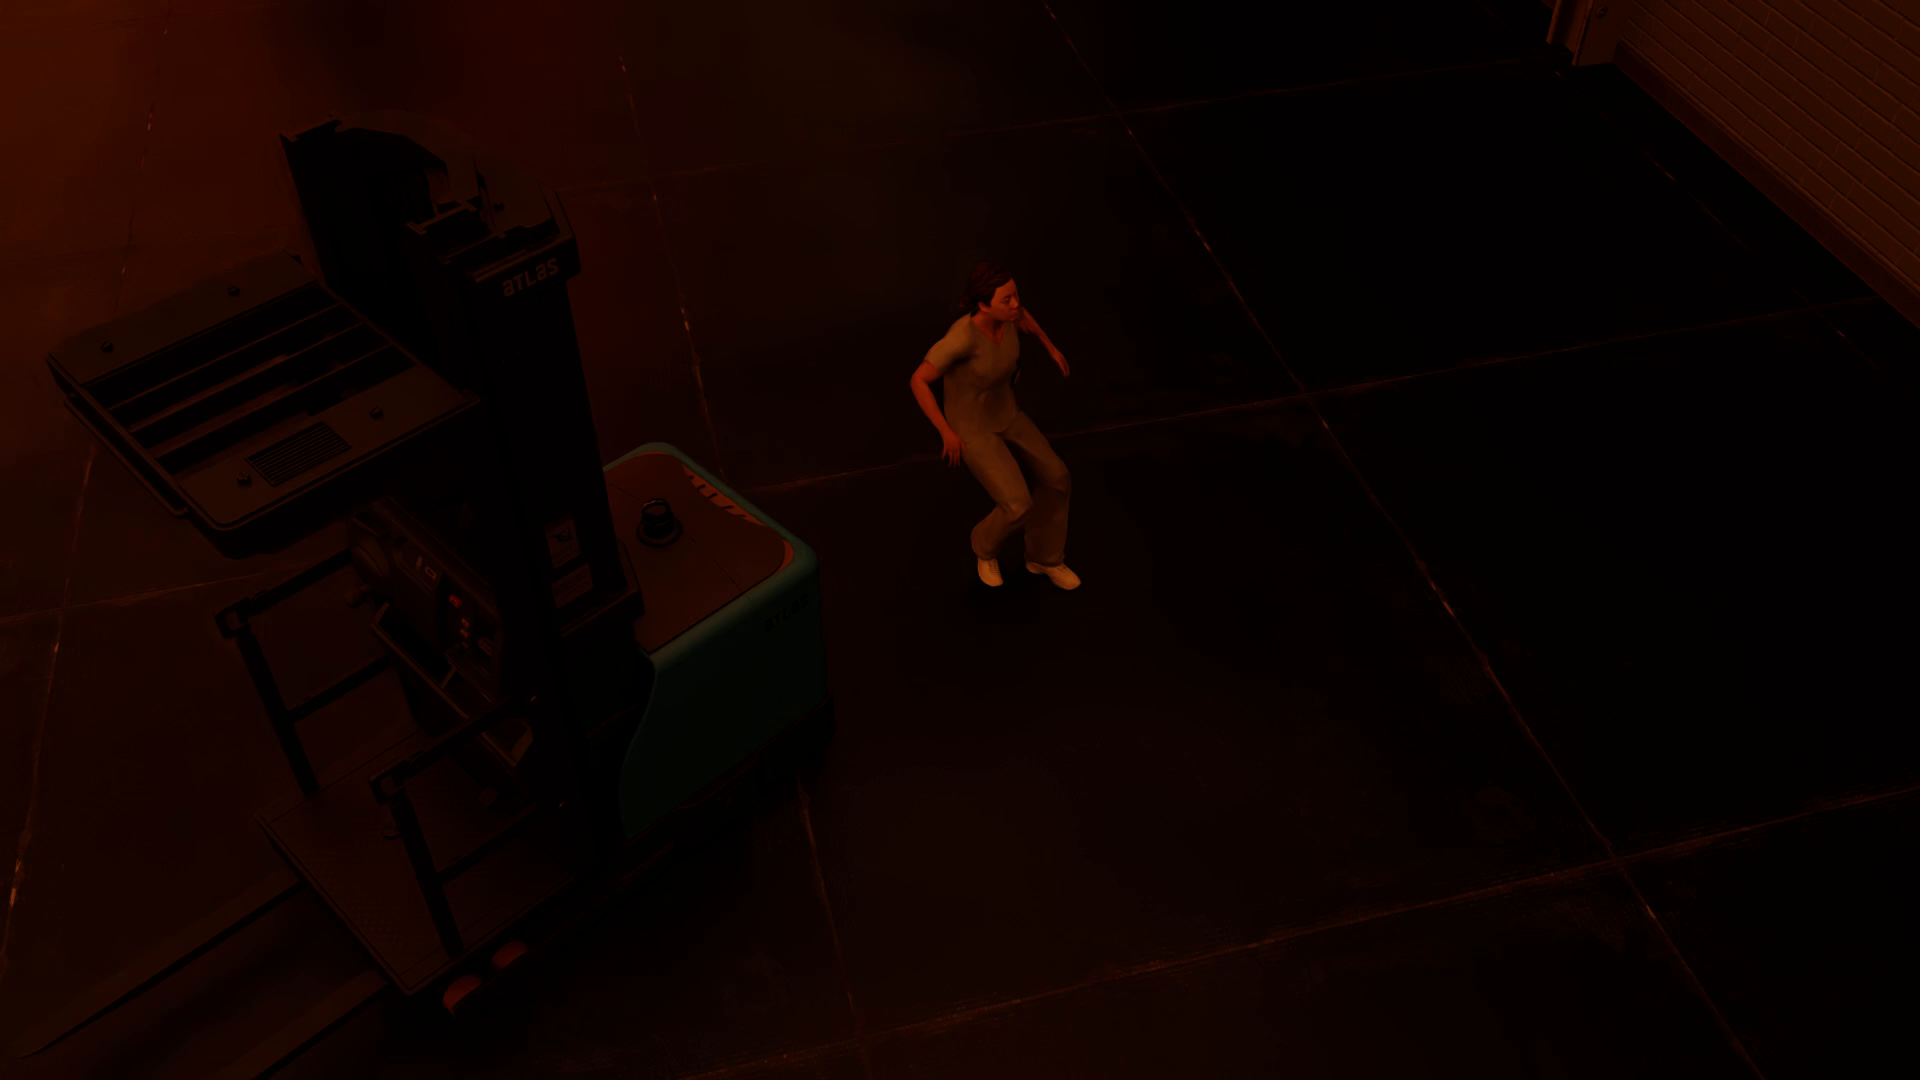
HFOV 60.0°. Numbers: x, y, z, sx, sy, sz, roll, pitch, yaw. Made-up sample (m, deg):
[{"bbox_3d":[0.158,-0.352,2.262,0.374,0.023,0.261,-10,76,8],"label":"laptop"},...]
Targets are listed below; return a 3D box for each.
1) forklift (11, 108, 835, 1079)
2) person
[{"bbox_3d":[-1.911,0.246,5.385,3.031,2.935,1.130,-34,53,-31],"label":"forklift"},{"bbox_3d":[0.251,-0.445,7.132,0.681,1.540,0.901,31,51,28],"label":"person"}]
